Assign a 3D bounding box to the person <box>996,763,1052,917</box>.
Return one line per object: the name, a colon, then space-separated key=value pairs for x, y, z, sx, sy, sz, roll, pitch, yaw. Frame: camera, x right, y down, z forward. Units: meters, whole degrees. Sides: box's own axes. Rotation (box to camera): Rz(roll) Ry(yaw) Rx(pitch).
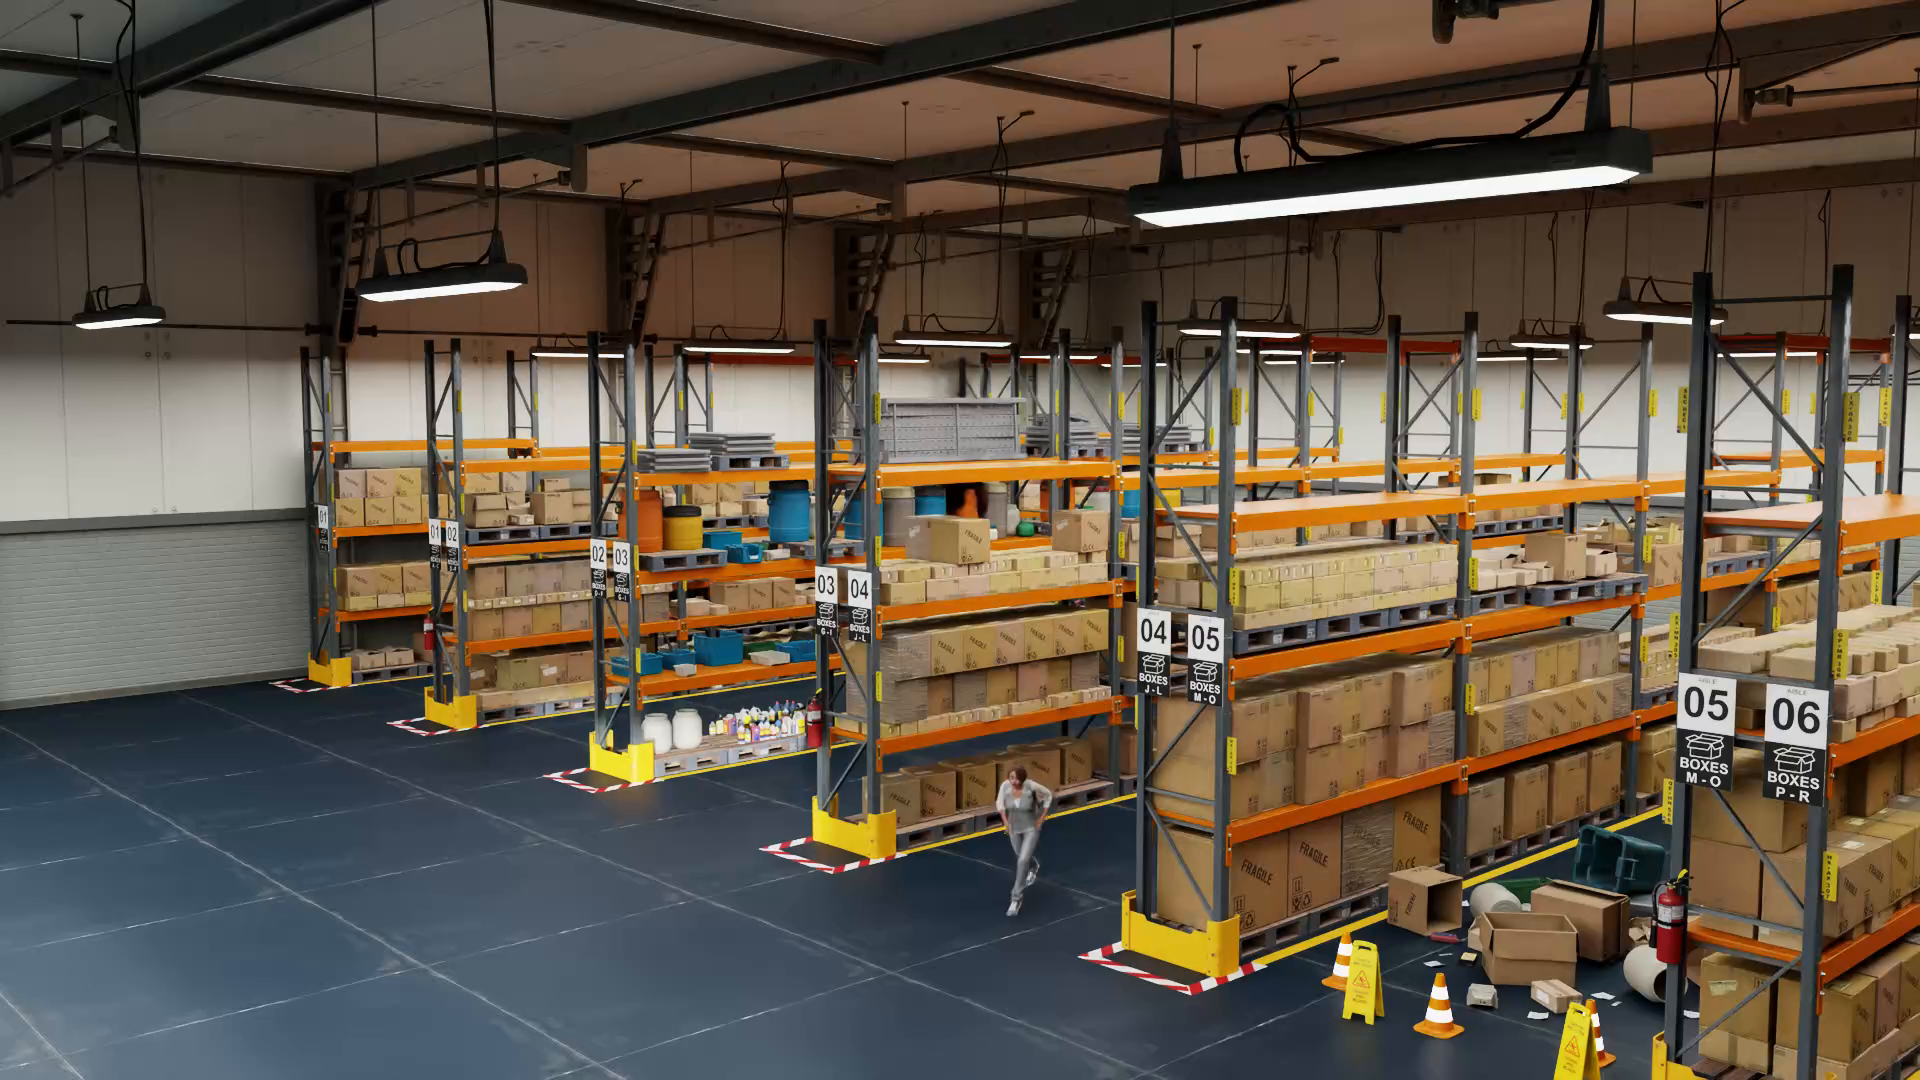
person: x=0.667 y=2.948 z=16.805 sx=0.569 sy=1.547 sz=0.913 roll=1 pitch=5 yaw=14
